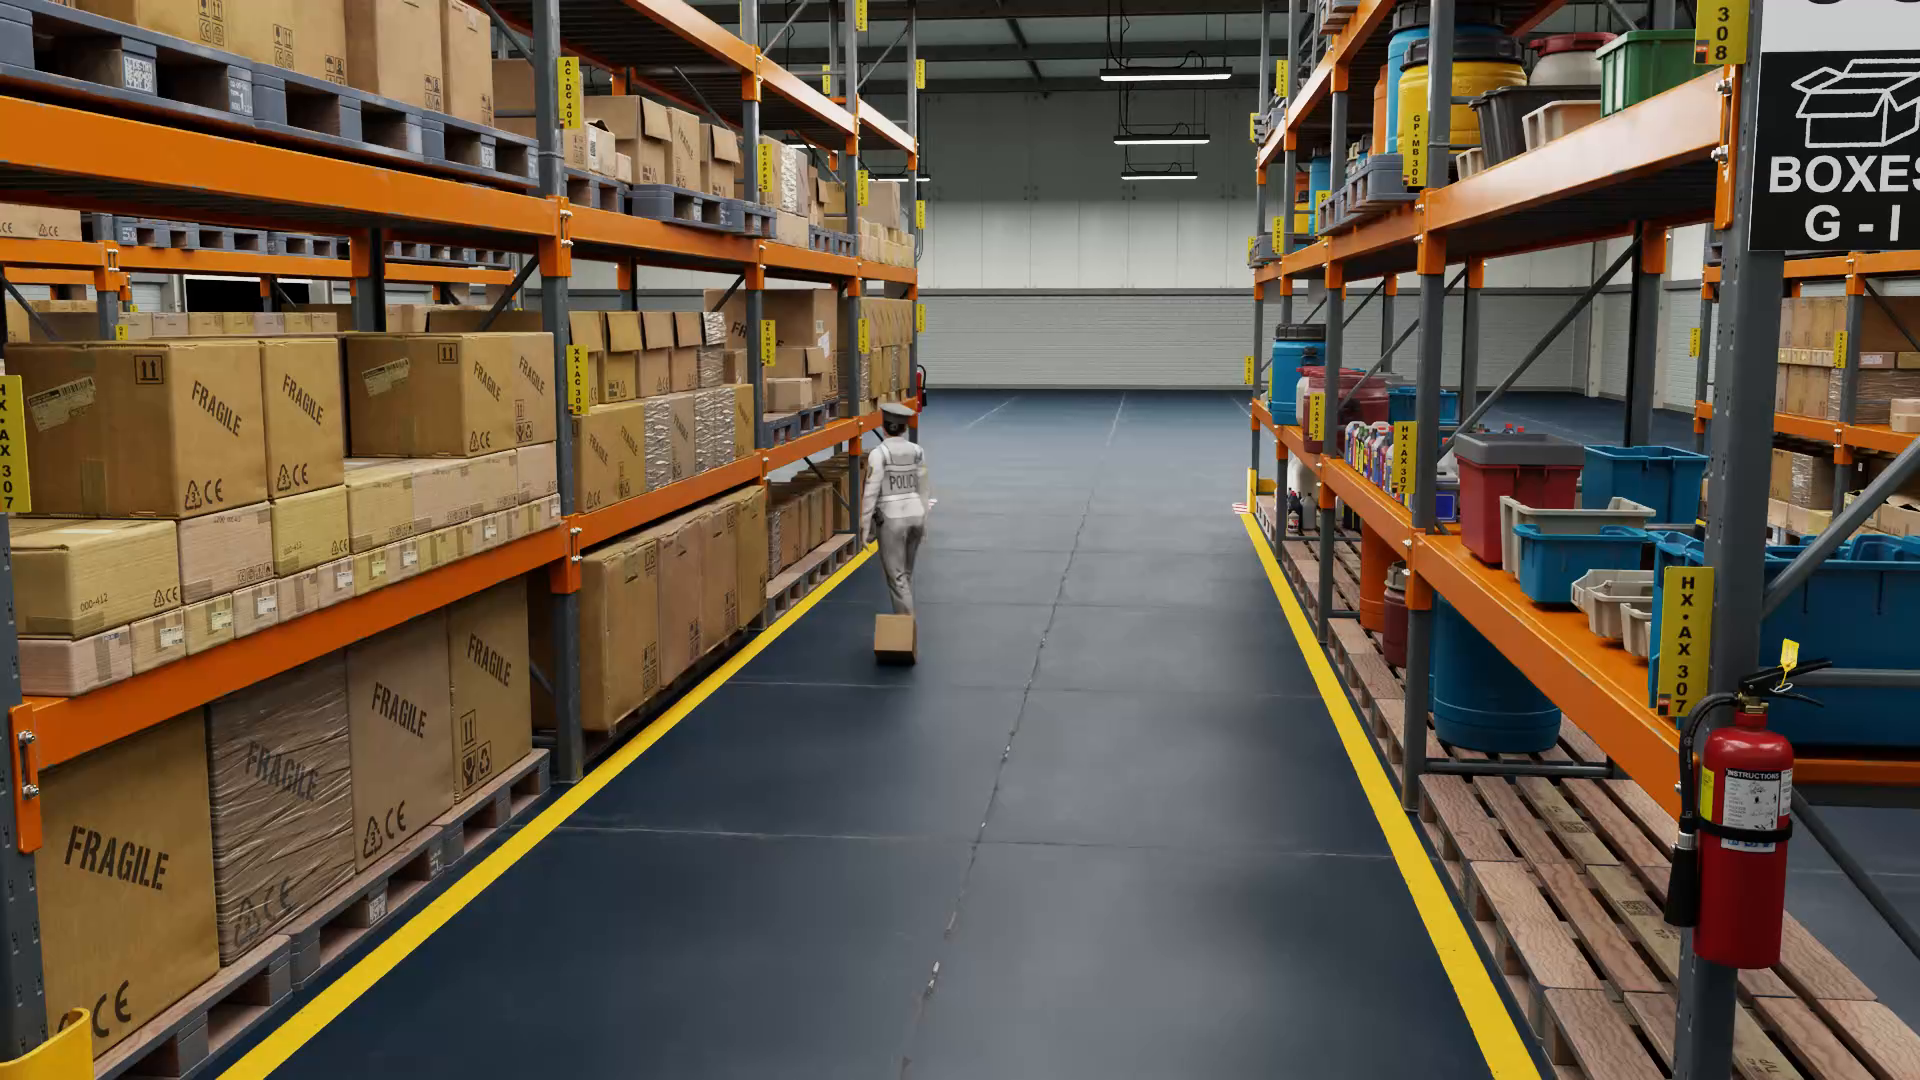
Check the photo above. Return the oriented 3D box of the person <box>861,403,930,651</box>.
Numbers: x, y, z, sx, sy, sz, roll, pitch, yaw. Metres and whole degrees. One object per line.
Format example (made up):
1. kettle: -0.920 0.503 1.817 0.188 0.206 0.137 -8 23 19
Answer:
1. person: -0.439 -0.093 11.286 0.571 1.662 0.553 7 10 42
